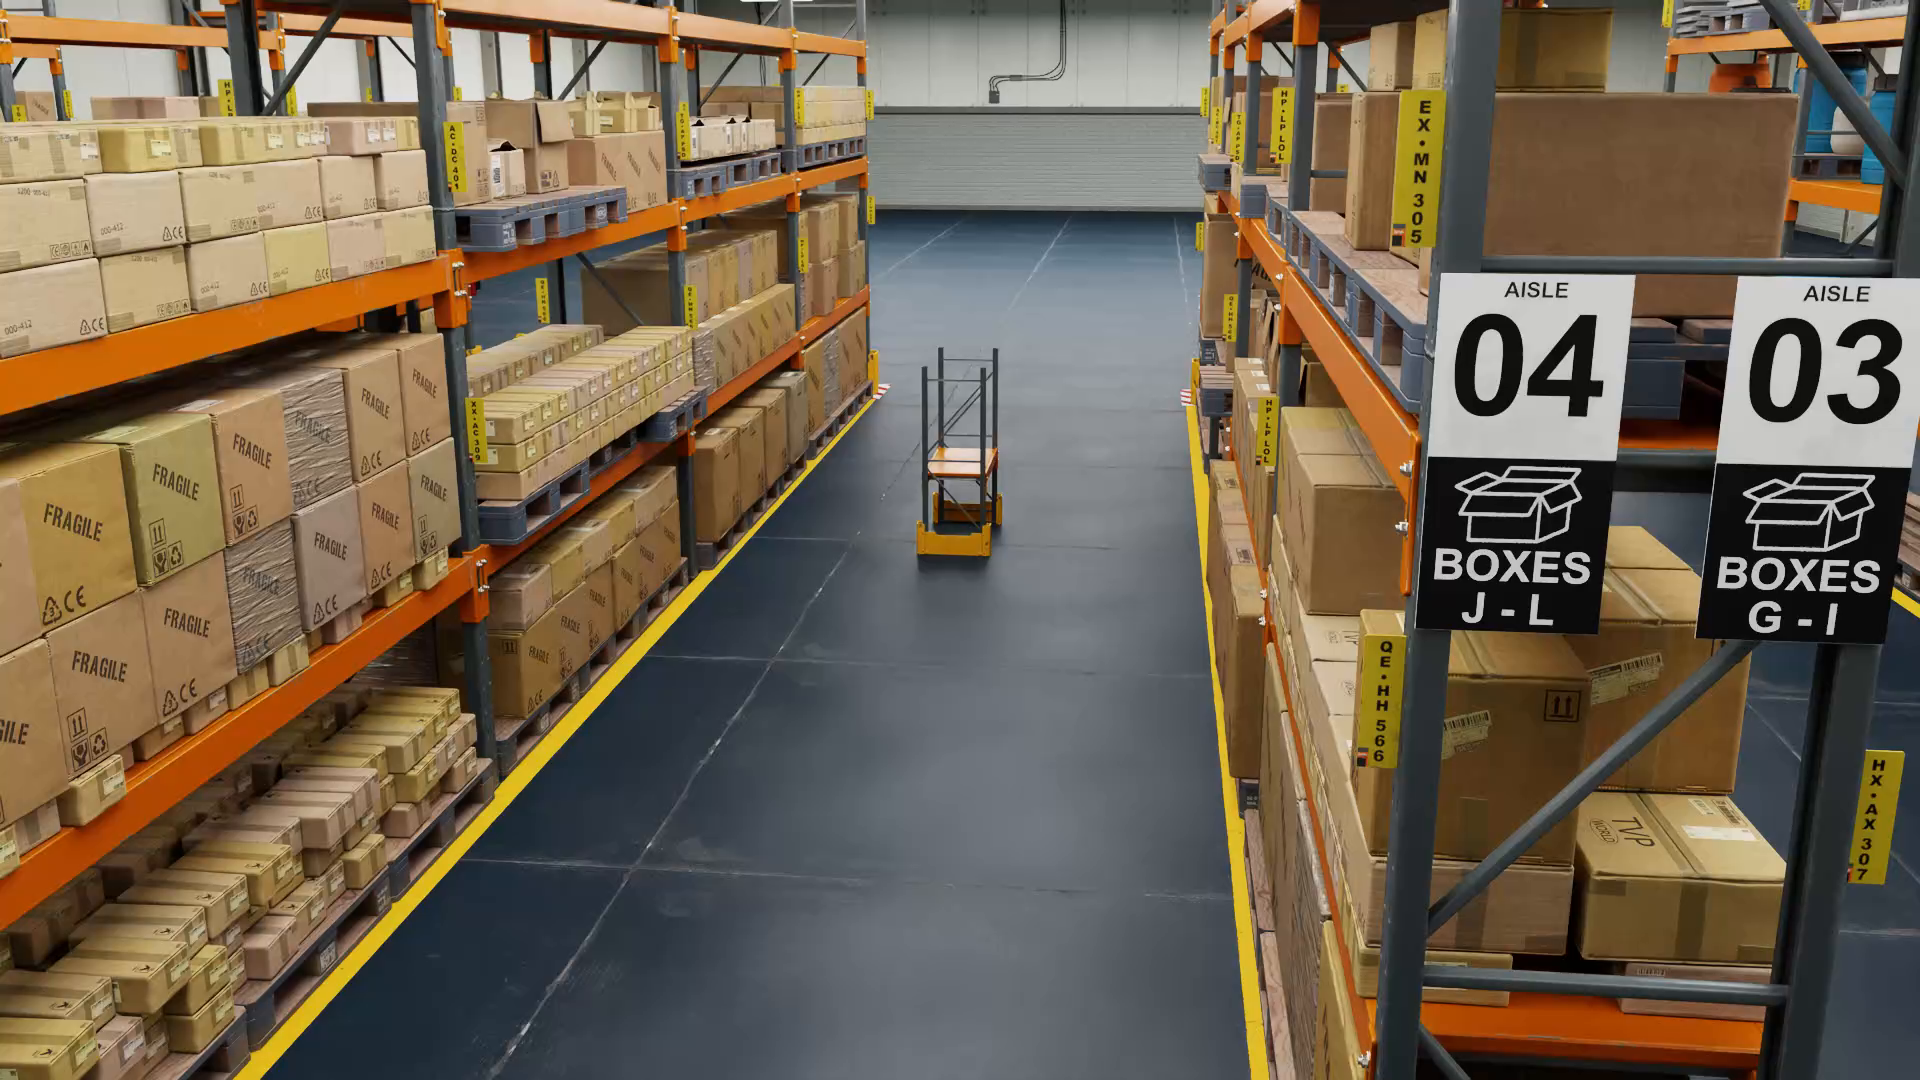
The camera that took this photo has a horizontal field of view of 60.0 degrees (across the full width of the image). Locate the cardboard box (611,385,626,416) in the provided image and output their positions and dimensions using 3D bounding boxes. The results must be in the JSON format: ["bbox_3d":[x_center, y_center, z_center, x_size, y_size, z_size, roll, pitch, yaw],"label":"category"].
[{"bbox_3d":[-2.272,-0.861,10.205,0.380,0.149,0.250,1,15,5],"label":"cardboard box"}]

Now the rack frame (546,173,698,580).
[{"bbox_3d":[-2.497,-1.179,12.274,1.000,3.000,0.127,2,15,6],"label":"rack frame"}]

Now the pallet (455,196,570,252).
[{"bbox_3d":[-2.773,-1.655,8.651,1.213,0.211,1.003,2,15,6],"label":"pallet"}]

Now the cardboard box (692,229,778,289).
[{"bbox_3d":[-2.096,-2.618,15.490,0.700,0.500,0.500,1,15,5],"label":"cardboard box"}]

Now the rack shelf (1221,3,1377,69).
[{"bbox_3d":[2.646,-3.881,12.918,1.077,0.370,4.000,2,15,6],"label":"rack shelf"}]

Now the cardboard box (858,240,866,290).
[{"bbox_3d":[-1.591,-3.228,19.567,0.875,0.550,0.550,2,15,6],"label":"cardboard box"}]

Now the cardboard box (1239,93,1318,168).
[{"bbox_3d":[2.225,-2.875,11.652,0.500,0.500,0.500,2,15,8],"label":"cardboard box"}]

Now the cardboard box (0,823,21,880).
[{"bbox_3d":[-3.037,0.943,4.909,0.380,0.149,0.250,2,15,6],"label":"cardboard box"}]

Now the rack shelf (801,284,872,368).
[{"bbox_3d":[-1.820,-2.387,18.123,1.077,0.370,4.000,2,15,6],"label":"rack shelf"}]

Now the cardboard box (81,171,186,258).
[{"bbox_3d":[-2.965,-1.093,5.540,0.500,0.250,0.500,2,15,7],"label":"cardboard box"}]

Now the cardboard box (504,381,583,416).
[{"bbox_3d":[-2.359,-0.802,9.418,0.380,0.149,0.250,1,15,6],"label":"cardboard box"}]

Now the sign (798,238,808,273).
[{"bbox_3d":[-1.505,-2.723,15.920,0.100,0.325,0.005,2,15,6],"label":"sign"}]

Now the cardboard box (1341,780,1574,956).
[{"bbox_3d":[1.308,0.864,4.438,0.500,0.250,0.500,1,15,5],"label":"cardboard box"}]

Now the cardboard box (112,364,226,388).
[{"bbox_3d":[-3.372,-0.441,6.870,0.500,0.500,0.500,2,15,7],"label":"cardboard box"}]

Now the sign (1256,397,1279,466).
[{"bbox_3d":[1.428,-0.503,7.709,0.100,0.325,0.005,2,15,6],"label":"sign"}]

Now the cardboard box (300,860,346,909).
[{"bbox_3d":[-2.867,1.478,7.106,0.380,0.149,0.250,2,15,7],"label":"cardboard box"}]

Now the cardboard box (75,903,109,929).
[{"bbox_3d":[-3.521,1.511,6.413,0.380,0.149,0.250,2,15,7],"label":"cardboard box"}]

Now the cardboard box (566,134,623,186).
[{"bbox_3d":[-2.413,-2.260,10.334,0.500,0.500,0.500,2,15,6],"label":"cardboard box"}]

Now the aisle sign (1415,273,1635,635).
[{"bbox_3d":[1.211,-0.177,3.588,0.394,0.787,0.004,2,15,6],"label":"aisle sign"}]

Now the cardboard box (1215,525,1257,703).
[{"bbox_3d":[2.121,0.456,9.496,1.225,0.875,0.875,1,15,4],"label":"cardboard box"}]

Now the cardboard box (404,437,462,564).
[{"bbox_3d":[-2.722,-0.199,7.891,0.500,0.500,0.500,2,15,6],"label":"cardboard box"}]

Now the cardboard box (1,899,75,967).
[{"bbox_3d":[-3.511,1.438,6.114,0.380,0.149,0.250,1,15,4],"label":"cardboard box"}]

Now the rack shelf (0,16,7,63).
[{"bbox_3d":[-7.652,-3.135,10.161,1.077,0.370,4.000,2,15,6],"label":"rack shelf"}]

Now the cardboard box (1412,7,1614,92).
[{"bbox_3d":[1.755,-1.564,5.330,0.500,0.250,0.500,1,15,4],"label":"cardboard box"}]

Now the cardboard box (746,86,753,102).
[{"bbox_3d":[-2.264,-4.414,16.449,0.380,0.149,0.250,2,15,6],"label":"cardboard box"}]

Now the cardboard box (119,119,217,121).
[{"bbox_3d":[-3.332,-1.680,6.947,0.380,0.149,0.250,1,15,5],"label":"cardboard box"}]

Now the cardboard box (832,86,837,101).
[{"bbox_3d":[-1.495,-4.658,17.352,0.380,0.149,0.250,2,15,6],"label":"cardboard box"}]

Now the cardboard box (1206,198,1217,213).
[{"bbox_3d":[2.871,-3.362,17.671,0.500,0.500,0.500,2,15,6],"label":"cardboard box"}]

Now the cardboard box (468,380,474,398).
[{"bbox_3d":[-3.007,-0.824,9.501,0.380,0.149,0.250,2,15,6],"label":"cardboard box"}]

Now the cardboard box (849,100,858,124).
[{"bbox_3d":[-1.429,-4.759,18.489,0.500,0.250,0.500,2,15,6],"label":"cardboard box"}]

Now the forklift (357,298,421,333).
[{"bbox_3d":[-4.872,-1.539,13.737,1.130,2.935,3.031,1,15,5],"label":"forklift"}]

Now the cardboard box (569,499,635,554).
[{"bbox_3d":[-2.433,-0.089,10.792,0.500,0.250,0.500,2,15,8],"label":"cardboard box"}]

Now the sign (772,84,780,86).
[{"bbox_3d":[-2.145,-5.180,19.498,0.100,0.325,0.005,2,15,6],"label":"sign"}]

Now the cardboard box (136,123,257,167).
[{"bbox_3d":[-2.840,-1.459,6.130,0.380,0.149,0.250,1,15,5],"label":"cardboard box"}]

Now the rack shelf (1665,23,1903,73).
[{"bbox_3d":[8.018,-4.772,16.215,1.077,0.370,4.000,2,15,6],"label":"rack shelf"}]

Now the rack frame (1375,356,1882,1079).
[{"bbox_3d":[1.517,1.069,3.964,1.000,3.000,0.127,2,15,6],"label":"rack frame"}]

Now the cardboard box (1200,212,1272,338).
[{"bbox_3d":[2.643,-2.334,14.594,1.000,1.000,1.000,2,15,7],"label":"cardboard box"}]

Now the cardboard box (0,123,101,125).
[{"bbox_3d":[-3.434,-1.474,6.188,0.380,0.149,0.250,1,15,5],"label":"cardboard box"}]

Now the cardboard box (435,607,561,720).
[{"bbox_3d":[-2.601,0.679,9.389,0.500,0.500,0.500,2,15,8],"label":"cardboard box"}]

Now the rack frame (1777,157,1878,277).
[{"bbox_3d":[7.793,-1.898,14.934,1.000,3.000,0.127,2,15,6],"label":"rack frame"}]

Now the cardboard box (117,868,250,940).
[{"bbox_3d":[-2.949,1.382,6.323,0.380,0.149,0.250,2,15,8],"label":"cardboard box"}]

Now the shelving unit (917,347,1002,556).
[{"bbox_3d":[0.009,-0.744,13.539,0.587,1.500,1.083,2,15,6],"label":"shelving unit"}]

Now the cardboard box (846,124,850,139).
[{"bbox_3d":[-1.410,-4.471,18.188,0.380,0.149,0.250,1,15,5],"label":"cardboard box"}]

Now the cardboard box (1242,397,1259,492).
[{"bbox_3d":[1.926,-0.540,9.721,0.500,0.500,0.500,2,15,6],"label":"cardboard box"}]

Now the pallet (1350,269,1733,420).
[{"bbox_3d":[1.591,-0.529,4.296,1.003,0.211,1.213,2,15,6],"label":"pallet"}]

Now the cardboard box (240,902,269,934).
[{"bbox_3d":[-2.997,1.456,6.619,0.380,0.149,0.250,2,15,9],"label":"cardboard box"}]

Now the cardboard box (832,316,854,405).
[{"bbox_3d":[-1.702,-2.024,18.668,0.875,0.875,0.875,1,15,5],"label":"cardboard box"}]

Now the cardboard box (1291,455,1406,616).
[{"bbox_3d":[1.543,-0.023,6.281,0.500,0.500,0.500,1,15,4],"label":"cardboard box"}]

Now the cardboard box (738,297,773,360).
[{"bbox_3d":[-1.953,-1.859,14.599,0.500,0.500,0.500,2,15,7],"label":"cardboard box"}]

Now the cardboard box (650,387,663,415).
[{"bbox_3d":[-2.186,-0.923,11.005,0.380,0.149,0.250,1,15,6],"label":"cardboard box"}]

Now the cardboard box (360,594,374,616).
[{"bbox_3d":[-2.856,0.264,7.422,0.380,0.149,0.250,1,15,5],"label":"cardboard box"}]

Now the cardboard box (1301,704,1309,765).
[{"bbox_3d":[1.403,0.691,5.840,0.380,0.149,0.250,2,15,7],"label":"cardboard box"}]

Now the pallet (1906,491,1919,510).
[{"bbox_3d":[7.743,-0.347,14.541,1.003,0.211,1.213,2,15,6],"label":"pallet"}]

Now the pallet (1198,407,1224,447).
[{"bbox_3d":[3.047,-1.190,17.659,1.003,0.211,1.213,2,15,6],"label":"pallet"}]

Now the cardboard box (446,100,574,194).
[{"bbox_3d":[-2.644,-2.238,9.445,0.797,0.503,0.637,1,15,6],"label":"cardboard box"}]

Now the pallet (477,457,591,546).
[{"bbox_3d":[-2.718,-0.242,9.180,1.003,0.211,1.213,2,15,6],"label":"pallet"}]
